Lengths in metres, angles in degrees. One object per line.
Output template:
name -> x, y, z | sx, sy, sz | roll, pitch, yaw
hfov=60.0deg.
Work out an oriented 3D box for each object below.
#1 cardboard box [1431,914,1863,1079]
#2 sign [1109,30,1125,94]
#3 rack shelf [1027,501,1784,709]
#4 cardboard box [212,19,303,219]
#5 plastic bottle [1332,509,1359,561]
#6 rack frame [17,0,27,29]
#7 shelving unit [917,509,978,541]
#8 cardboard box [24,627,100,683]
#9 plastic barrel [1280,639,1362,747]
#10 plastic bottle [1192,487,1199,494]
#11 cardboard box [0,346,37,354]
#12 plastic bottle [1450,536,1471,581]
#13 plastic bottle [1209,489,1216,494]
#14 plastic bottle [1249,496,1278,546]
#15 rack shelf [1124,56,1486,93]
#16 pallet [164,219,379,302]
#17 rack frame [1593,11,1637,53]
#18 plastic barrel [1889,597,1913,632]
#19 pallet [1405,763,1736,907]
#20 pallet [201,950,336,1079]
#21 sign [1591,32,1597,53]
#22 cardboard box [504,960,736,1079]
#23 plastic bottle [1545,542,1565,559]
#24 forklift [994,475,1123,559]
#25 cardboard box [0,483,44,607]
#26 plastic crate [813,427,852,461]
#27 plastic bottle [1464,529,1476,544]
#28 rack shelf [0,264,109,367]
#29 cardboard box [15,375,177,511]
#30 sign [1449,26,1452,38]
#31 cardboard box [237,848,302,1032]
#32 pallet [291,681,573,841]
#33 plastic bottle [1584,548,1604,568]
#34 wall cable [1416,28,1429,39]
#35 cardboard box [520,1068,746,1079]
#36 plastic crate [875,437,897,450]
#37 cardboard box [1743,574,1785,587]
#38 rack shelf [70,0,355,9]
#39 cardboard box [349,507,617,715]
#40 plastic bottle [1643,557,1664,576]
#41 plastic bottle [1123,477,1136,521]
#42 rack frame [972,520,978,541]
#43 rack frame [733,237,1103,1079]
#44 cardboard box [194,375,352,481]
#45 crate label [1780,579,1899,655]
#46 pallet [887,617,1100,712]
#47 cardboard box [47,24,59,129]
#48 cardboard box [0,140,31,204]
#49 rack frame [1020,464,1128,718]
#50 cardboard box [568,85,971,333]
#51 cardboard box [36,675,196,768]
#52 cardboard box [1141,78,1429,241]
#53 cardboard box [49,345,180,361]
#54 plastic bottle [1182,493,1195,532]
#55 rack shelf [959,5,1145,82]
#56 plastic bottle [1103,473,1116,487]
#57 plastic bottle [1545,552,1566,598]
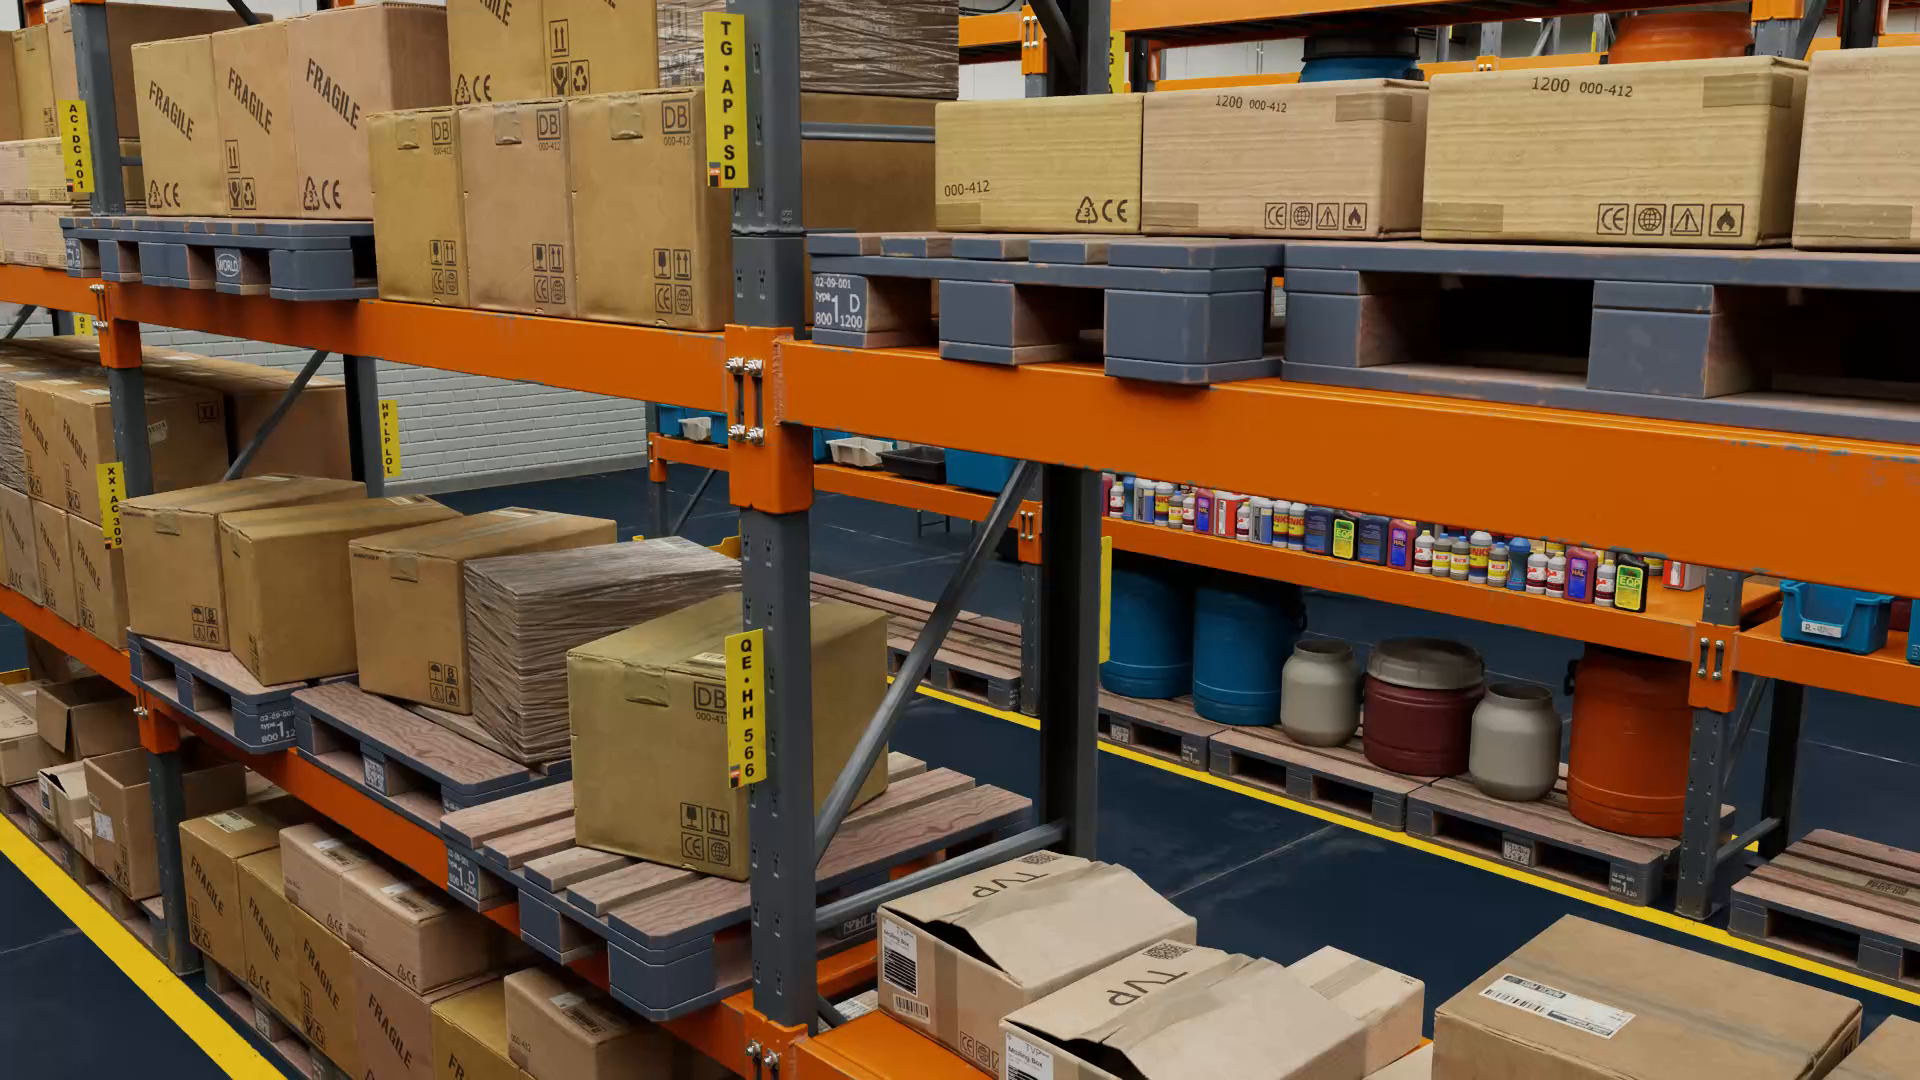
cardboard box -> 1.116, 0.995, 2.740 | 0.500, 0.500, 0.500 | 11, 16, 42
sign -> 0.353, -1.036, 3.935 | 0.100, 0.325, 0.005 | -11, 16, -43
rack shelf -> 2.149, 0.172, 8.765 | 1.077, 0.370, 4.000 | -11, 16, -43
cardboard box -> -2.044, -1.377, 5.532 | 0.600, 0.600, 0.600 | -11, 16, -43
plastic bottle -> 1.934, -0.044, 8.321 | 0.061, 0.283, 0.133 | -11, 16, -43
rack frame -> -5.579, -3.305, 8.990 | 1.000, 3.000, 0.127 | -11, 16, -43
shelving unit -> 0.005, -0.734, 15.094 | 0.431, 1.500, 0.755 | -11, 16, -43
cardboard box -> -5.025, 0.687, 9.584 | 0.500, 0.500, 0.500 | -11, 16, -43
plastic barrel -> 1.946, 0.820, 8.959 | 0.421, 0.512, 0.421 | 0, 12, 0
plastic bottle -> 1.422, -0.322, 9.870 | 0.097, 0.201, 0.097 | 0, 12, 0
cardboard box -> -5.097, -0.728, 8.626 | 0.500, 0.500, 0.500 | -11, 16, -42
plastic bottle -> 2.381, 0.085, 7.896 | 0.097, 0.201, 0.097 | 0, 12, 0
plastic bottle -> 1.535, -0.340, 9.587 | 0.144, 0.351, 0.185 | -11, 16, -43
plastic bottle -> 1.612, -0.122, 8.716 | 0.152, 0.276, 0.135 | -11, 16, -43
rack shelf -> 2.969, -3.845, 14.384 | 1.077, 0.370, 4.000 | -11, 16, -43
pallet -> -1.699, -0.904, 5.236 | 1.213, 0.211, 1.003 | -11, 16, -43
rack frame -> 8.756, -6.066, 22.390 | 1.000, 3.000, 0.127 | -11, 16, -43
plastic barrel -> 4.070, 0.070, 7.138 | 0.600, 0.536, 0.708 | -11, 16, -43
pallet -> 2.956, 1.368, 8.087 | 1.003, 0.211, 1.213 | -11, 16, -43
pallet -> -2.228, 1.697, 6.492 | 1.003, 0.211, 1.213 | -11, 16, -43
sign -> 8.350, -6.524, 21.909 | 0.100, 0.325, 0.005 | -11, 16, -43
cardboard box -> -0.912, 1.331, 4.601 | 0.500, 0.250, 0.500 | -10, 15, -40
plastic bottle -> 2.994, -0.007, 8.344 | 0.097, 0.201, 0.097 | 0, 12, 0
forklift -> 1.799, -1.193, 13.776 | 3.031, 2.935, 1.130 | 7, 14, 32
cardboard box -> -4.061, -0.019, 7.659 | 0.500, 0.500, 0.500 | -10, 16, -41
plastic crate -> -0.945, -0.686, 11.411 | 0.416, 0.233, 0.300 | -11, 16, -43
plastic bottle -> 2.701, -0.115, 8.662 | 0.061, 0.283, 0.133 | -11, 16, -43
rack shelf -> -4.198, -1.191, 7.948 | 1.077, 0.370, 4.000 | -11, 16, -43
cardboard box -> -3.709, -0.433, 7.195 | 0.500, 0.500, 0.500 | -11, 16, -44
sign -> 5.661, -5.970, 19.221 | 0.100, 0.325, 0.005 | -11, 16, -43
cardboard box -> -2.283, 1.407, 6.092 | 0.500, 0.500, 0.500 | -11, 16, -42
pallet -> -1.401, 0.612, 5.322 | 1.003, 0.211, 1.213 | -11, 16, -43
plastic bottle -> 3.069, 0.053, 8.051 | 0.097, 0.201, 0.097 | 0, 12, 0
wall cable -> 7.210, -7.362, 28.590 | 2.988, 3.039, 0.133 | -11, 16, -43
cardboard box -> -0.870, 1.706, 4.640 | 0.500, 0.500, 0.500 | -10, 15, -40
plastic crate -> -0.390, -0.740, 11.672 | 0.416, 0.233, 0.300 | -11, 16, -43
cardboard box -> 6.041, 0.021, 11.937 | 1.225, 0.875, 0.875 | -11, 16, -42
rack shelf -> -1.436, -1.881, 4.852 | 1.077, 0.370, 4.000 | -11, 16, -43
cardboard box -> -1.552, 0.212, 5.499 | 0.500, 0.500, 0.700 | 7, 14, 31
plastic bottle -> 3.338, 0.066, 7.991 | 0.097, 0.201, 0.097 | 0, 12, 0
plastic bottle -> 0.965, -0.248, 9.341 | 0.097, 0.271, 0.097 | 0, 12, 0
rack frame -> 0.257, -0.680, 14.835 | 0.400, 1.500, 0.023 | -11, 16, -43
rack frame -> -0.054, 0.801, 3.928 | 1.000, 3.000, 0.127 | -11, 16, -43
cardboard box -> -2.939, -0.429, 7.175 | 0.500, 0.500, 0.500 | -10, 16, -41
crate label -> 3.551, 0.307, 6.741 | 0.303, 0.233, 0.416 | -11, 16, -43
pallet -> 0.232, 0.791, 10.885 | 1.003, 0.211, 1.213 | -11, 16, -43
cardboard box -> -3.423, -1.949, 7.117 | 0.700, 0.500, 0.500 | -11, 16, -43
cardboard box -> -3.692, -1.530, 6.941 | 0.500, 0.250, 0.500 | -11, 16, -43
rack frame -> 0.768, -0.472, 10.109 | 1.000, 3.000, 0.127 | -11, 16, -43
cardboard box -> -0.380, -0.776, 3.902 | 0.910, 0.500, 0.500 | -11, 16, -43
cardboard box -> -4.118, 0.951, 8.296 | 0.797, 0.503, 0.637 | -11, 16, -43
cardboard box -> 0.675, -0.668, 2.956 | 0.500, 0.250, 0.500 | -10, 16, -41
cardboard box -> -4.362, -0.730, 8.633 | 0.500, 0.500, 0.500 | -10, 16, -41
plastic bottle -> 1.260, -0.152, 9.046 | 0.097, 0.201, 0.097 | 0, 12, 0
rack shelf -> -0.613, -3.154, 11.034 | 1.077, 0.370, 4.000 | -11, 16, -43
plastic bottle -> 0.805, -0.346, 9.617 | 0.144, 0.351, 0.185 | -11, 16, -43
plastic bottle -> 2.717, 0.156, 7.551 | 0.097, 0.201, 0.097 | 0, 12, 0
